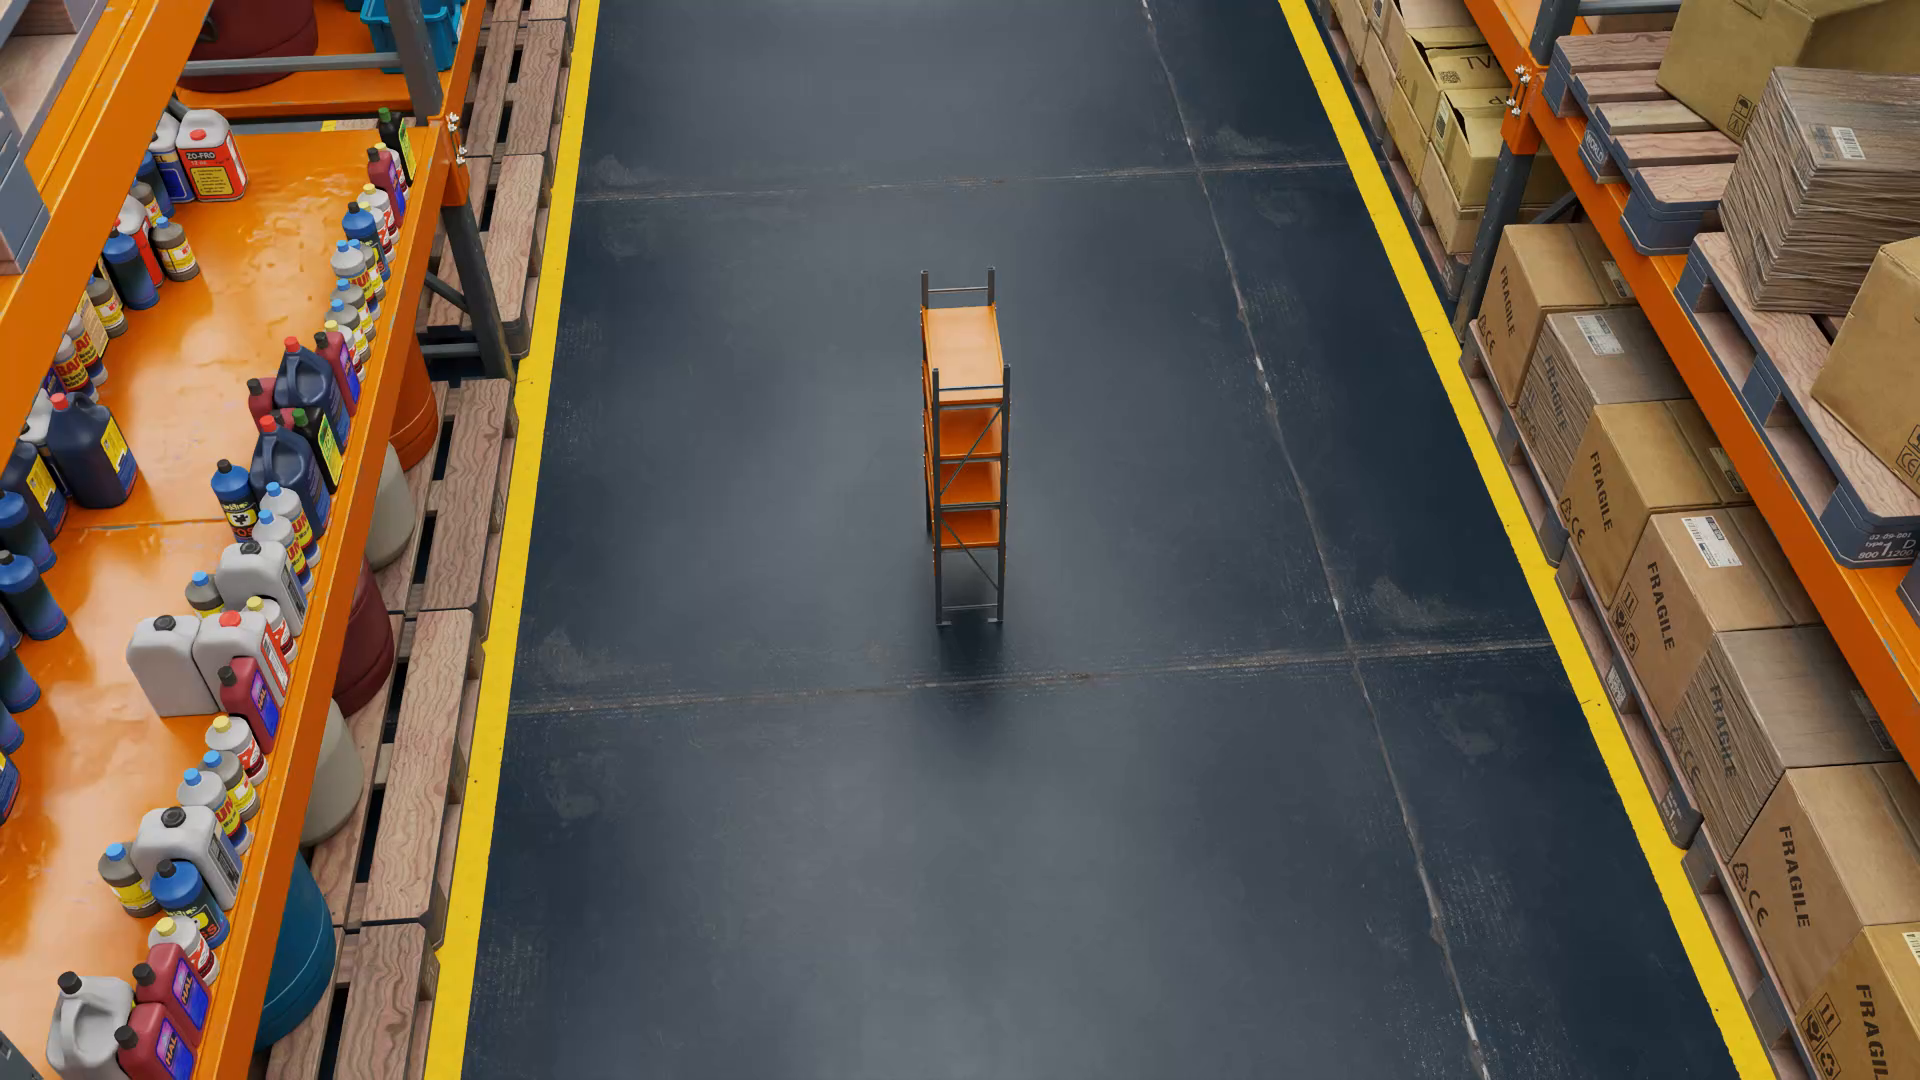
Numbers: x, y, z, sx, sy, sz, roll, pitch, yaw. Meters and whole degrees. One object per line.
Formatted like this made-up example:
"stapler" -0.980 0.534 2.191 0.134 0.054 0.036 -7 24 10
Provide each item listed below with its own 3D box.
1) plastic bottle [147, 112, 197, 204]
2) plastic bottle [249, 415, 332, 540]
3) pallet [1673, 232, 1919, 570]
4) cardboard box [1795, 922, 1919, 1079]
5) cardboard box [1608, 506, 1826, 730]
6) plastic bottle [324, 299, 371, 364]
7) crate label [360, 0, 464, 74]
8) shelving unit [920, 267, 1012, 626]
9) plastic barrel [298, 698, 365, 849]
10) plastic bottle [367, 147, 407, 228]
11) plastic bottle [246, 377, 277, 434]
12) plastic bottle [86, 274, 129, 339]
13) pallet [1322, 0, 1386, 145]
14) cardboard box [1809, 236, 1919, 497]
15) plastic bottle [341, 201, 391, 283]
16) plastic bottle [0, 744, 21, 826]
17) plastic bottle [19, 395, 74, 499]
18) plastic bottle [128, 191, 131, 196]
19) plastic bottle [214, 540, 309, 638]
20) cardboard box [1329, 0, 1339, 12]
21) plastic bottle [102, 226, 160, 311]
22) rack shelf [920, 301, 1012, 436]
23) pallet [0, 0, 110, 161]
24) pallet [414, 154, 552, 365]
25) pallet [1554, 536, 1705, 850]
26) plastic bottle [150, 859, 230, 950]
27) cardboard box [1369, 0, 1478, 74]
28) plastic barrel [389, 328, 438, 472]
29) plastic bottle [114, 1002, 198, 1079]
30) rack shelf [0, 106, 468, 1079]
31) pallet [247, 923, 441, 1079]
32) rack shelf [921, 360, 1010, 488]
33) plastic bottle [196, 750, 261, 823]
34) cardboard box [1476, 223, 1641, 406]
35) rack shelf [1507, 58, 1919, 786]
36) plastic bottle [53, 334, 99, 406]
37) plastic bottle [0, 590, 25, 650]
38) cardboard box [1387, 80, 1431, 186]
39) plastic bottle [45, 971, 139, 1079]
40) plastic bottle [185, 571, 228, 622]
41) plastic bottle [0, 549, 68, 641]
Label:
"plastic bottle" -2.617 -1.255 5.458 0.152 0.276 0.135 -3 47 -3
"plastic bottle" -1.778 -0.171 4.380 0.144 0.351 0.185 -3 47 -3
"pallet" 2.772 -0.456 4.748 1.003 0.211 1.213 -3 47 -3
"cardboard box" 2.613 1.334 4.339 0.500 0.500 0.500 -4 47 -4
"cardboard box" 2.493 0.246 5.370 0.500 0.500 0.500 -5 47 -5
"plastic bottle" -1.813 -0.621 4.909 0.097 0.201 0.097 0 47 0
"crate label" -1.993 -1.900 6.099 0.303 0.233 0.416 -3 47 -3
"shelving unit" 0.014 -0.293 5.701 0.258 1.200 0.503 -3 47 -3
"plastic barrel" -2.043 0.654 4.989 0.421 0.512 0.421 0 47 0
"plastic bottle" -1.853 -1.156 5.359 0.061 0.283 0.133 -3 47 -3
"plastic bottle" -1.905 -0.354 4.599 0.061 0.283 0.133 -3 47 -3
"plastic bottle" -2.585 -0.712 4.995 0.097 0.201 0.097 0 47 0
"pallet" 2.476 -2.448 8.423 1.003 0.211 1.213 -3 47 -3
"cardboard box" 2.730 -0.488 4.288 0.700 0.500 0.500 -14 48 -13
"plastic bottle" -1.845 -0.926 5.150 0.097 0.271 0.097 0 47 0
"plastic bottle" -2.271 0.493 3.751 0.144 0.351 0.185 -3 47 -3
"plastic bottle" -2.501 -0.251 4.507 0.152 0.276 0.135 -3 47 -3
"plastic bottle" -2.635 -1.016 5.227 0.061 0.283 0.133 -3 47 -3
"plastic bottle" -1.753 0.111 4.164 0.152 0.276 0.135 -3 47 -3
"cardboard box" 2.144 -2.970 8.601 0.500 0.250 0.500 -5 47 -5
"plastic bottle" -2.536 -0.836 5.065 0.097 0.271 0.097 0 47 0
"rack shelf" 0.014 -0.563 5.416 0.258 0.148 0.480 -3 47 -3
"pallet" -2.258 -1.084 3.275 1.003 0.211 1.213 -3 47 -3
"pallet" -2.358 -1.234 7.273 1.003 0.211 1.213 -3 47 -3
"pallet" 2.729 0.454 5.675 1.003 0.211 1.213 -3 47 -3
"plastic bottle" -1.649 0.768 3.545 0.097 0.271 0.097 0 47 0
"cardboard box" 2.226 -2.425 7.699 0.500 0.311 0.500 -4 47 -4
"plastic barrel" -2.274 -0.675 6.029 0.600 0.830 0.708 -3 47 -3
"plastic bottle" -1.602 1.013 3.305 0.061 0.283 0.133 -3 47 -3
"rack shelf" -2.164 0.064 4.618 1.077 0.370 4.000 -3 47 -3
"pallet" -2.020 1.662 4.530 1.003 0.211 1.213 -3 47 -3
"rack shelf" 0.014 -0.400 5.587 0.258 0.148 0.480 -3 47 -3
"plastic bottle" -1.677 0.554 3.797 0.097 0.201 0.097 0 47 0
"cardboard box" 2.358 -0.873 6.430 0.500 0.500 0.500 -2 47 -2
"rack shelf" 2.772 -0.234 4.901 1.077 0.370 4.000 -3 47 -3
"plastic bottle" -2.558 -0.499 4.745 0.097 0.271 0.097 0 47 0
"plastic bottle" -2.455 0.147 4.130 0.152 0.276 0.135 -3 47 -3
"cardboard box" 2.271 -1.866 7.556 0.500 0.250 0.500 -4 47 -4
"plastic bottle" -1.706 0.977 3.292 0.144 0.351 0.185 -3 47 -3
"plastic bottle" -1.875 0.158 4.171 0.097 0.201 0.097 0 47 0
"plastic bottle" -2.332 0.127 4.152 0.097 0.271 0.097 0 47 0
